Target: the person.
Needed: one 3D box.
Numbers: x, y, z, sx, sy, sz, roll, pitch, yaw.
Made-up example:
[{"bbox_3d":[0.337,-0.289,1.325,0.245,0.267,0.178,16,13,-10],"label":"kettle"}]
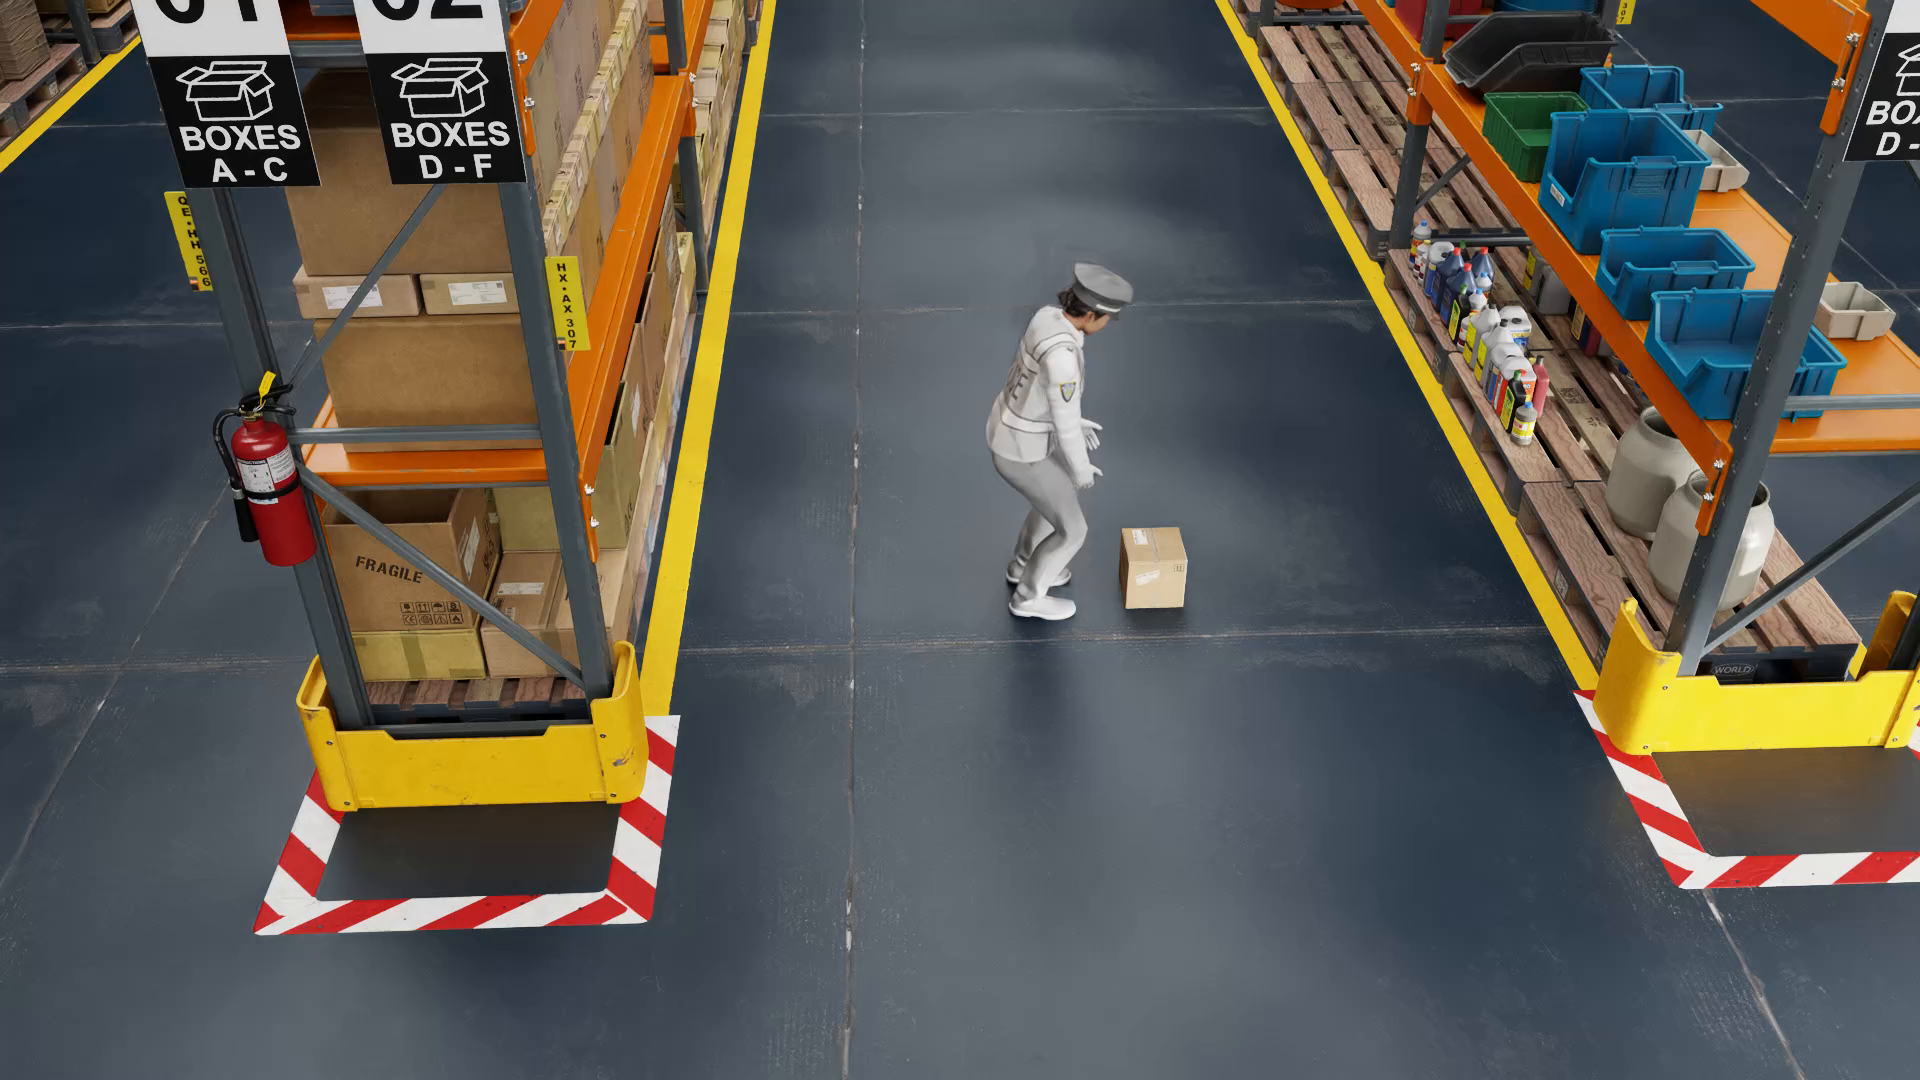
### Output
[{"bbox_3d":[0.388,-0.405,6.831,0.570,1.542,0.523,-1,35,-1],"label":"person"}]
